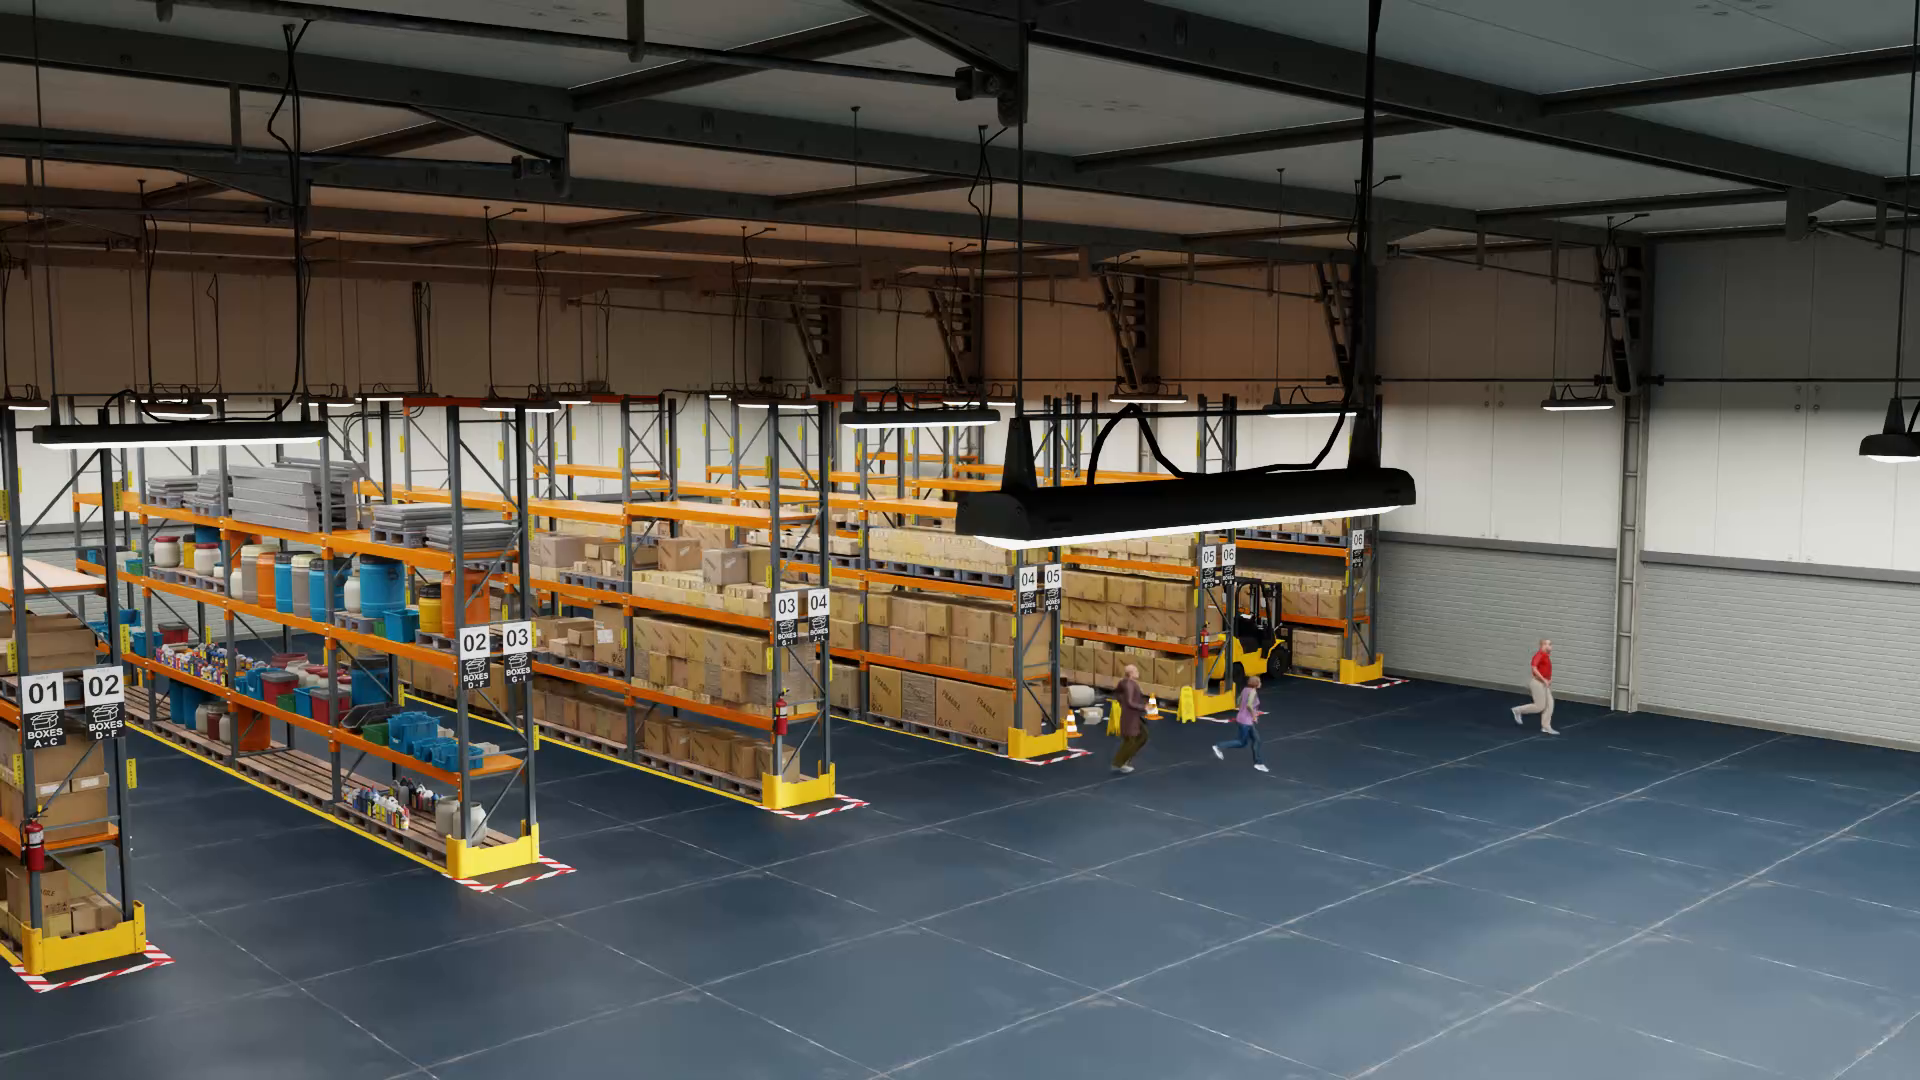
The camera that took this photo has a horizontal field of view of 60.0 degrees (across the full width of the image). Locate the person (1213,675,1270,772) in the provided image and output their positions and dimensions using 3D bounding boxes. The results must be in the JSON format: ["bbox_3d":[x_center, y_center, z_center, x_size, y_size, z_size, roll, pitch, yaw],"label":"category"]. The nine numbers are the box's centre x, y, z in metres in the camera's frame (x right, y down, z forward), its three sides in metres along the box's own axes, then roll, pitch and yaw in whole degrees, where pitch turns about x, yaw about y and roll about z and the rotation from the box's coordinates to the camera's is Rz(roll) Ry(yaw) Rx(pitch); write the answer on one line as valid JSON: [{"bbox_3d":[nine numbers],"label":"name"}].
[{"bbox_3d":[4.552,2.980,26.870,0.926,1.571,0.541,0,6,1],"label":"person"}]

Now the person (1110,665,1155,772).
[{"bbox_3d":[2.776,2.877,26.724,0.712,1.770,0.712,1,6,8],"label":"person"}]

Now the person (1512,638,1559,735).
[{"bbox_3d":[10.381,2.614,29.890,0.826,1.715,0.688,3,6,27],"label":"person"}]
